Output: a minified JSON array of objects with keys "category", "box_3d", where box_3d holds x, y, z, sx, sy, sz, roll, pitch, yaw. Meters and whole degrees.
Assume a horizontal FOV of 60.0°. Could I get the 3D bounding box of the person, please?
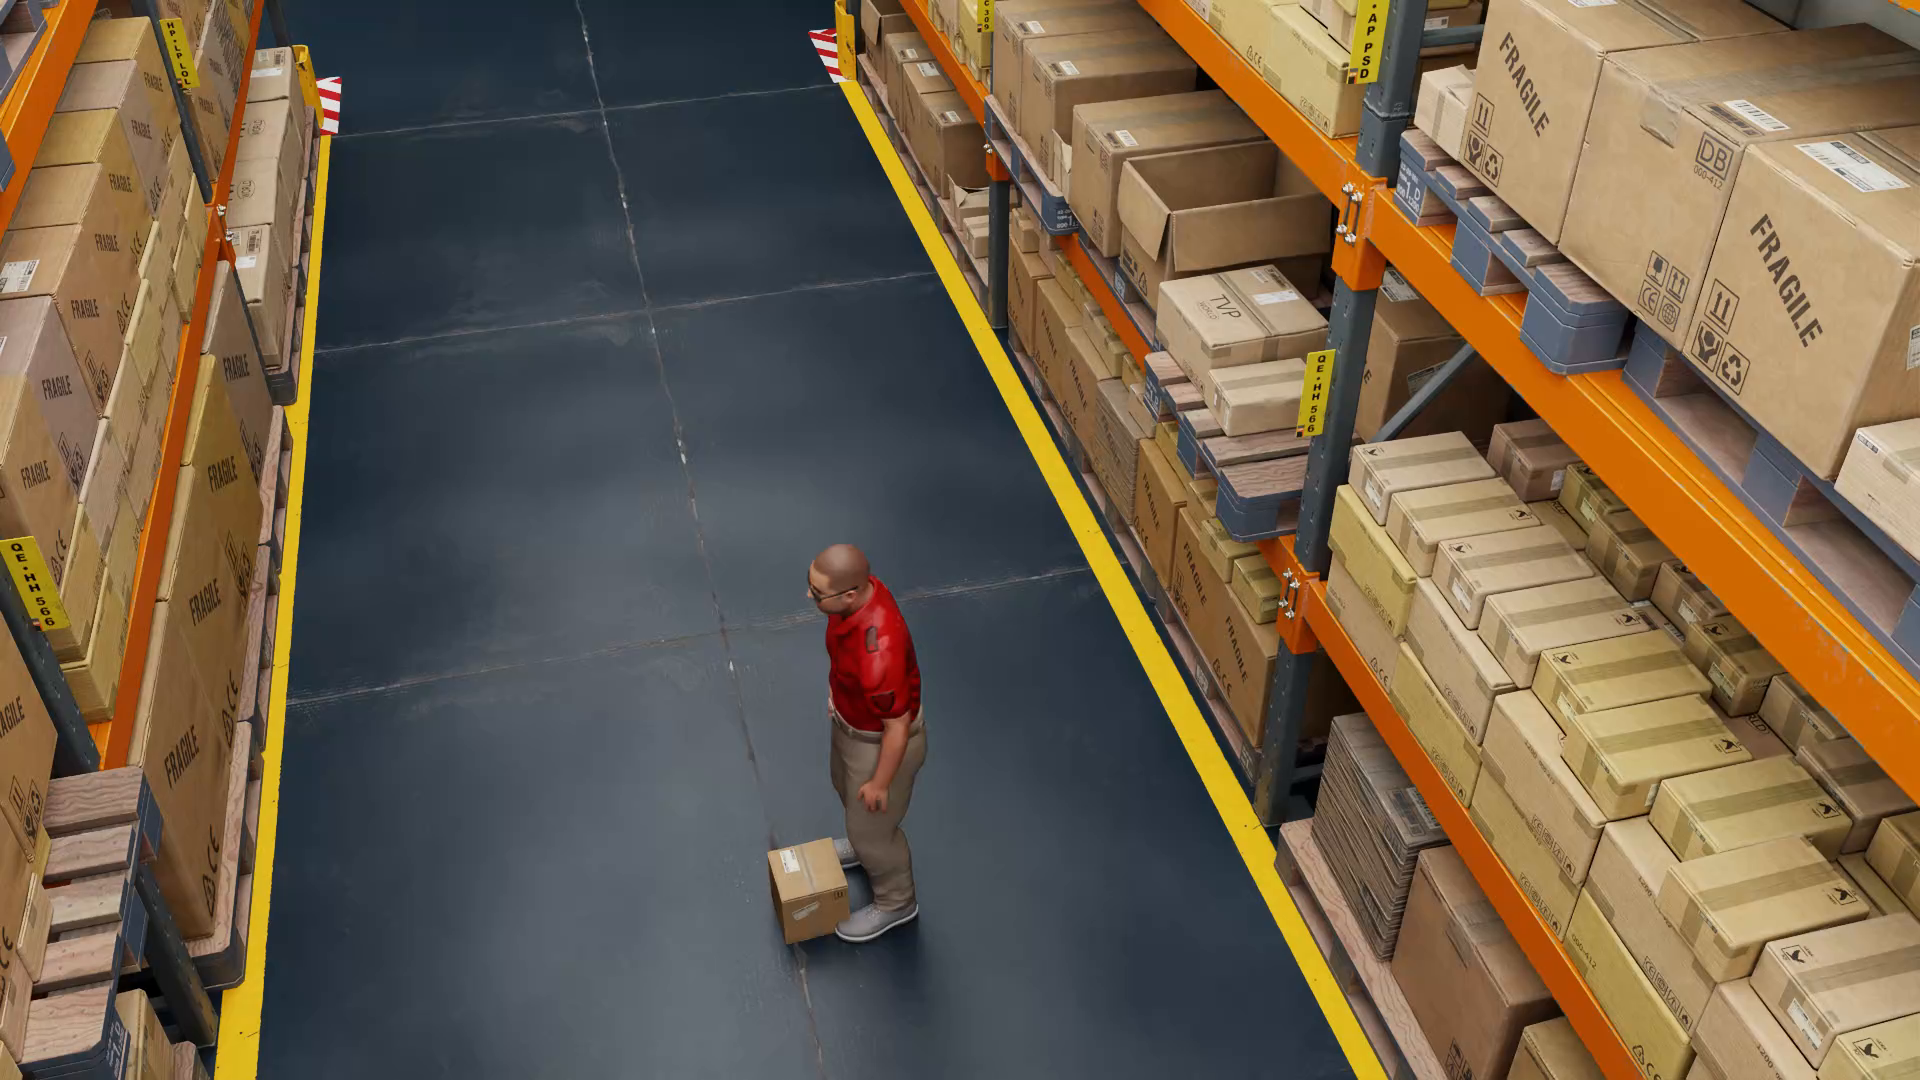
[{"category":"person","box_3d":[-0.325,0.685,5.847,0.388,1.726,0.590,-10,39,-12]}]
